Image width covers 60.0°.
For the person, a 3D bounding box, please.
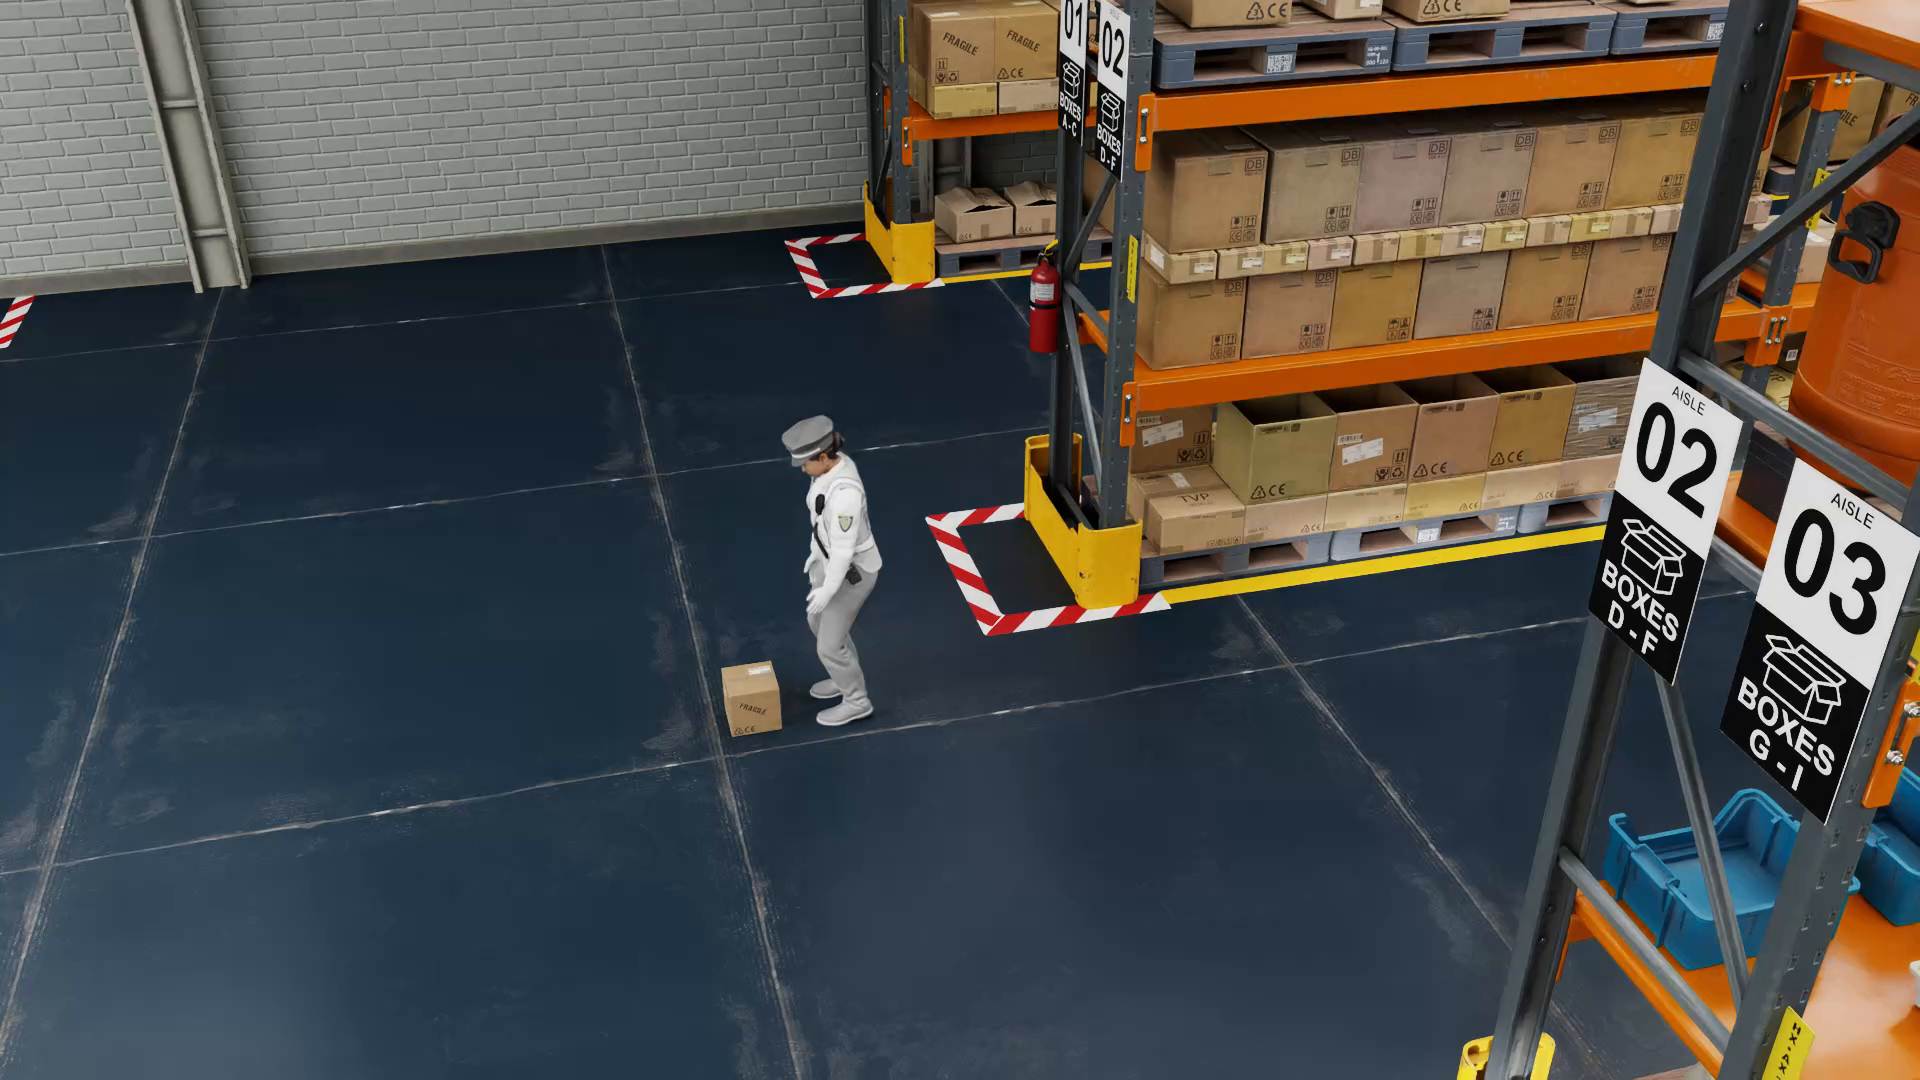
[{"bbox_3d":[-0.600,0.155,8.018,0.446,1.626,0.500,-7,31,-12],"label":"person"}]
